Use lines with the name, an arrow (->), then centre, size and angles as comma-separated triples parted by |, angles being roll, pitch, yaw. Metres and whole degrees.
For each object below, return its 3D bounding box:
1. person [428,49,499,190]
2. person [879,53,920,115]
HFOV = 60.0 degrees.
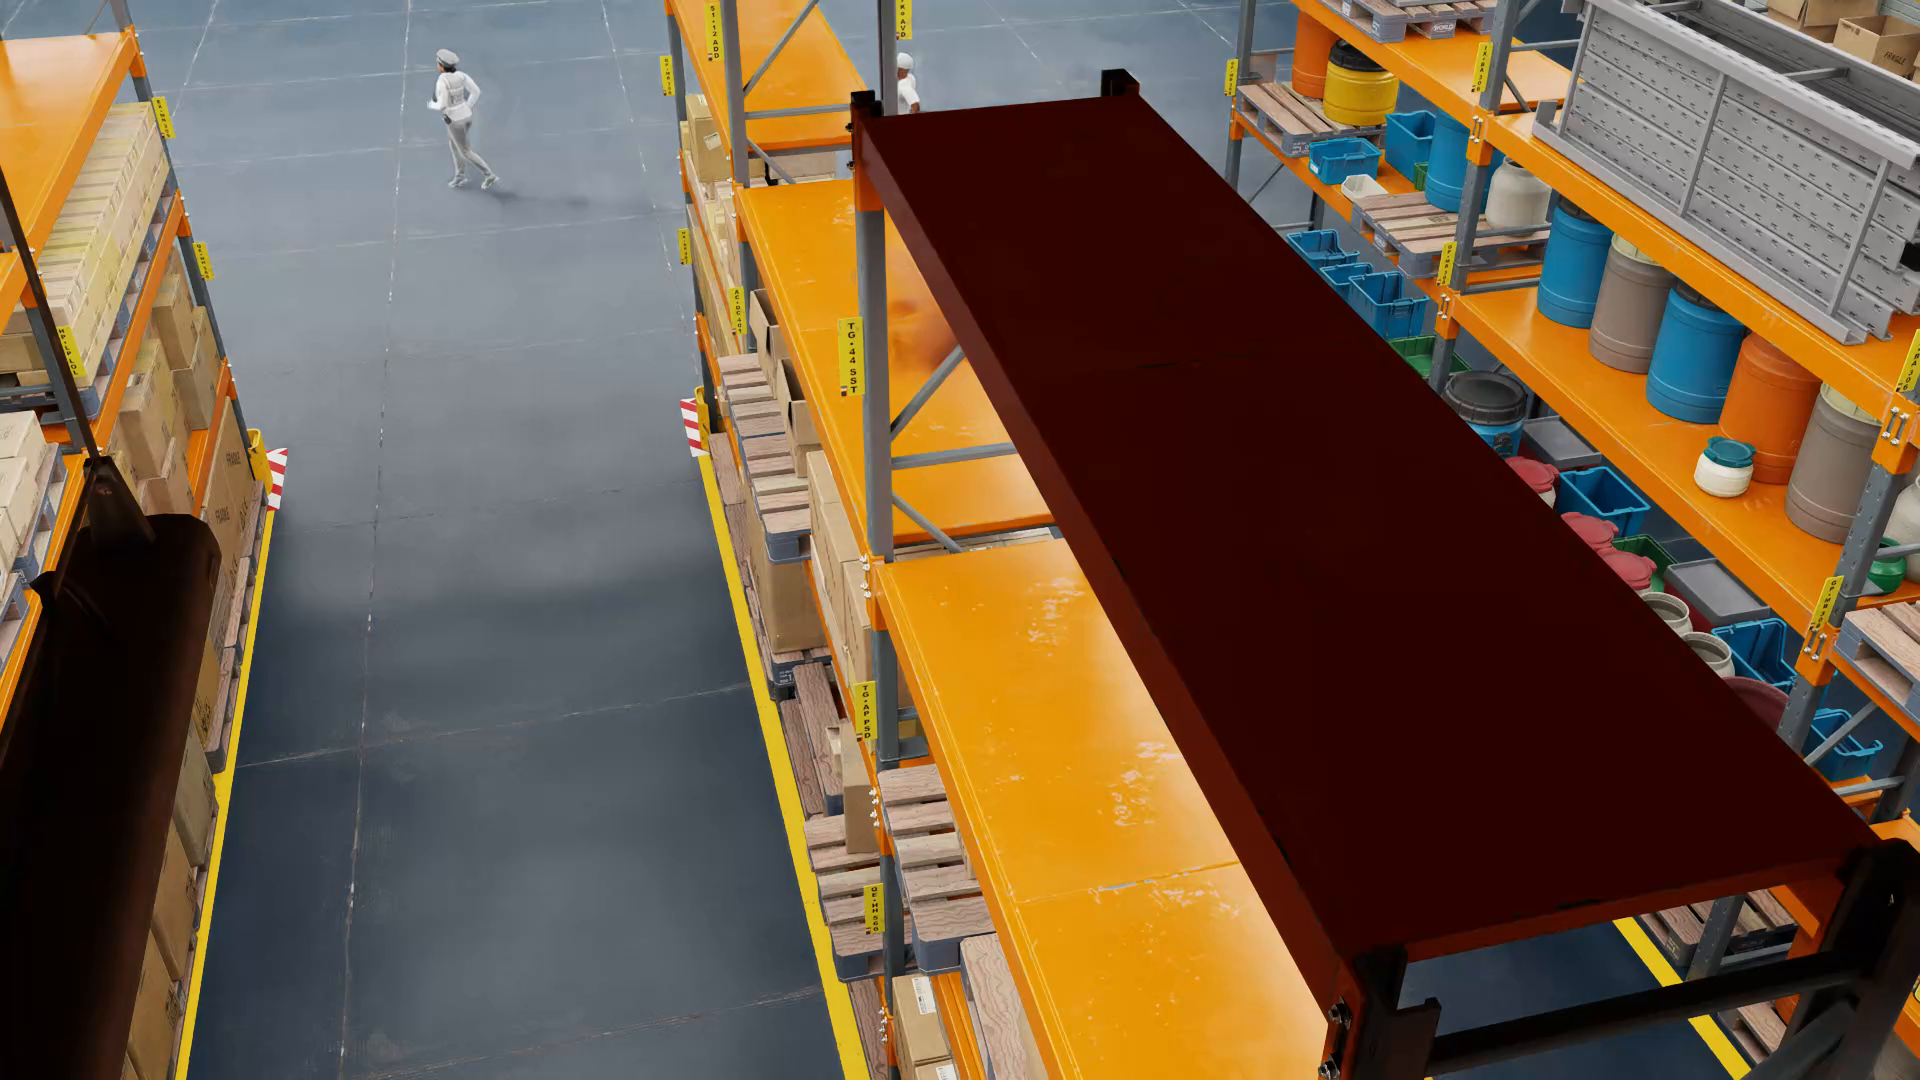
person -> -5.955, -4.965, 19.838 | 0.777, 1.735, 0.609 | 11, 36, 15
person -> -0.673, -4.873, 19.633 | 0.957, 1.762, 0.700 | 4, 35, 6
